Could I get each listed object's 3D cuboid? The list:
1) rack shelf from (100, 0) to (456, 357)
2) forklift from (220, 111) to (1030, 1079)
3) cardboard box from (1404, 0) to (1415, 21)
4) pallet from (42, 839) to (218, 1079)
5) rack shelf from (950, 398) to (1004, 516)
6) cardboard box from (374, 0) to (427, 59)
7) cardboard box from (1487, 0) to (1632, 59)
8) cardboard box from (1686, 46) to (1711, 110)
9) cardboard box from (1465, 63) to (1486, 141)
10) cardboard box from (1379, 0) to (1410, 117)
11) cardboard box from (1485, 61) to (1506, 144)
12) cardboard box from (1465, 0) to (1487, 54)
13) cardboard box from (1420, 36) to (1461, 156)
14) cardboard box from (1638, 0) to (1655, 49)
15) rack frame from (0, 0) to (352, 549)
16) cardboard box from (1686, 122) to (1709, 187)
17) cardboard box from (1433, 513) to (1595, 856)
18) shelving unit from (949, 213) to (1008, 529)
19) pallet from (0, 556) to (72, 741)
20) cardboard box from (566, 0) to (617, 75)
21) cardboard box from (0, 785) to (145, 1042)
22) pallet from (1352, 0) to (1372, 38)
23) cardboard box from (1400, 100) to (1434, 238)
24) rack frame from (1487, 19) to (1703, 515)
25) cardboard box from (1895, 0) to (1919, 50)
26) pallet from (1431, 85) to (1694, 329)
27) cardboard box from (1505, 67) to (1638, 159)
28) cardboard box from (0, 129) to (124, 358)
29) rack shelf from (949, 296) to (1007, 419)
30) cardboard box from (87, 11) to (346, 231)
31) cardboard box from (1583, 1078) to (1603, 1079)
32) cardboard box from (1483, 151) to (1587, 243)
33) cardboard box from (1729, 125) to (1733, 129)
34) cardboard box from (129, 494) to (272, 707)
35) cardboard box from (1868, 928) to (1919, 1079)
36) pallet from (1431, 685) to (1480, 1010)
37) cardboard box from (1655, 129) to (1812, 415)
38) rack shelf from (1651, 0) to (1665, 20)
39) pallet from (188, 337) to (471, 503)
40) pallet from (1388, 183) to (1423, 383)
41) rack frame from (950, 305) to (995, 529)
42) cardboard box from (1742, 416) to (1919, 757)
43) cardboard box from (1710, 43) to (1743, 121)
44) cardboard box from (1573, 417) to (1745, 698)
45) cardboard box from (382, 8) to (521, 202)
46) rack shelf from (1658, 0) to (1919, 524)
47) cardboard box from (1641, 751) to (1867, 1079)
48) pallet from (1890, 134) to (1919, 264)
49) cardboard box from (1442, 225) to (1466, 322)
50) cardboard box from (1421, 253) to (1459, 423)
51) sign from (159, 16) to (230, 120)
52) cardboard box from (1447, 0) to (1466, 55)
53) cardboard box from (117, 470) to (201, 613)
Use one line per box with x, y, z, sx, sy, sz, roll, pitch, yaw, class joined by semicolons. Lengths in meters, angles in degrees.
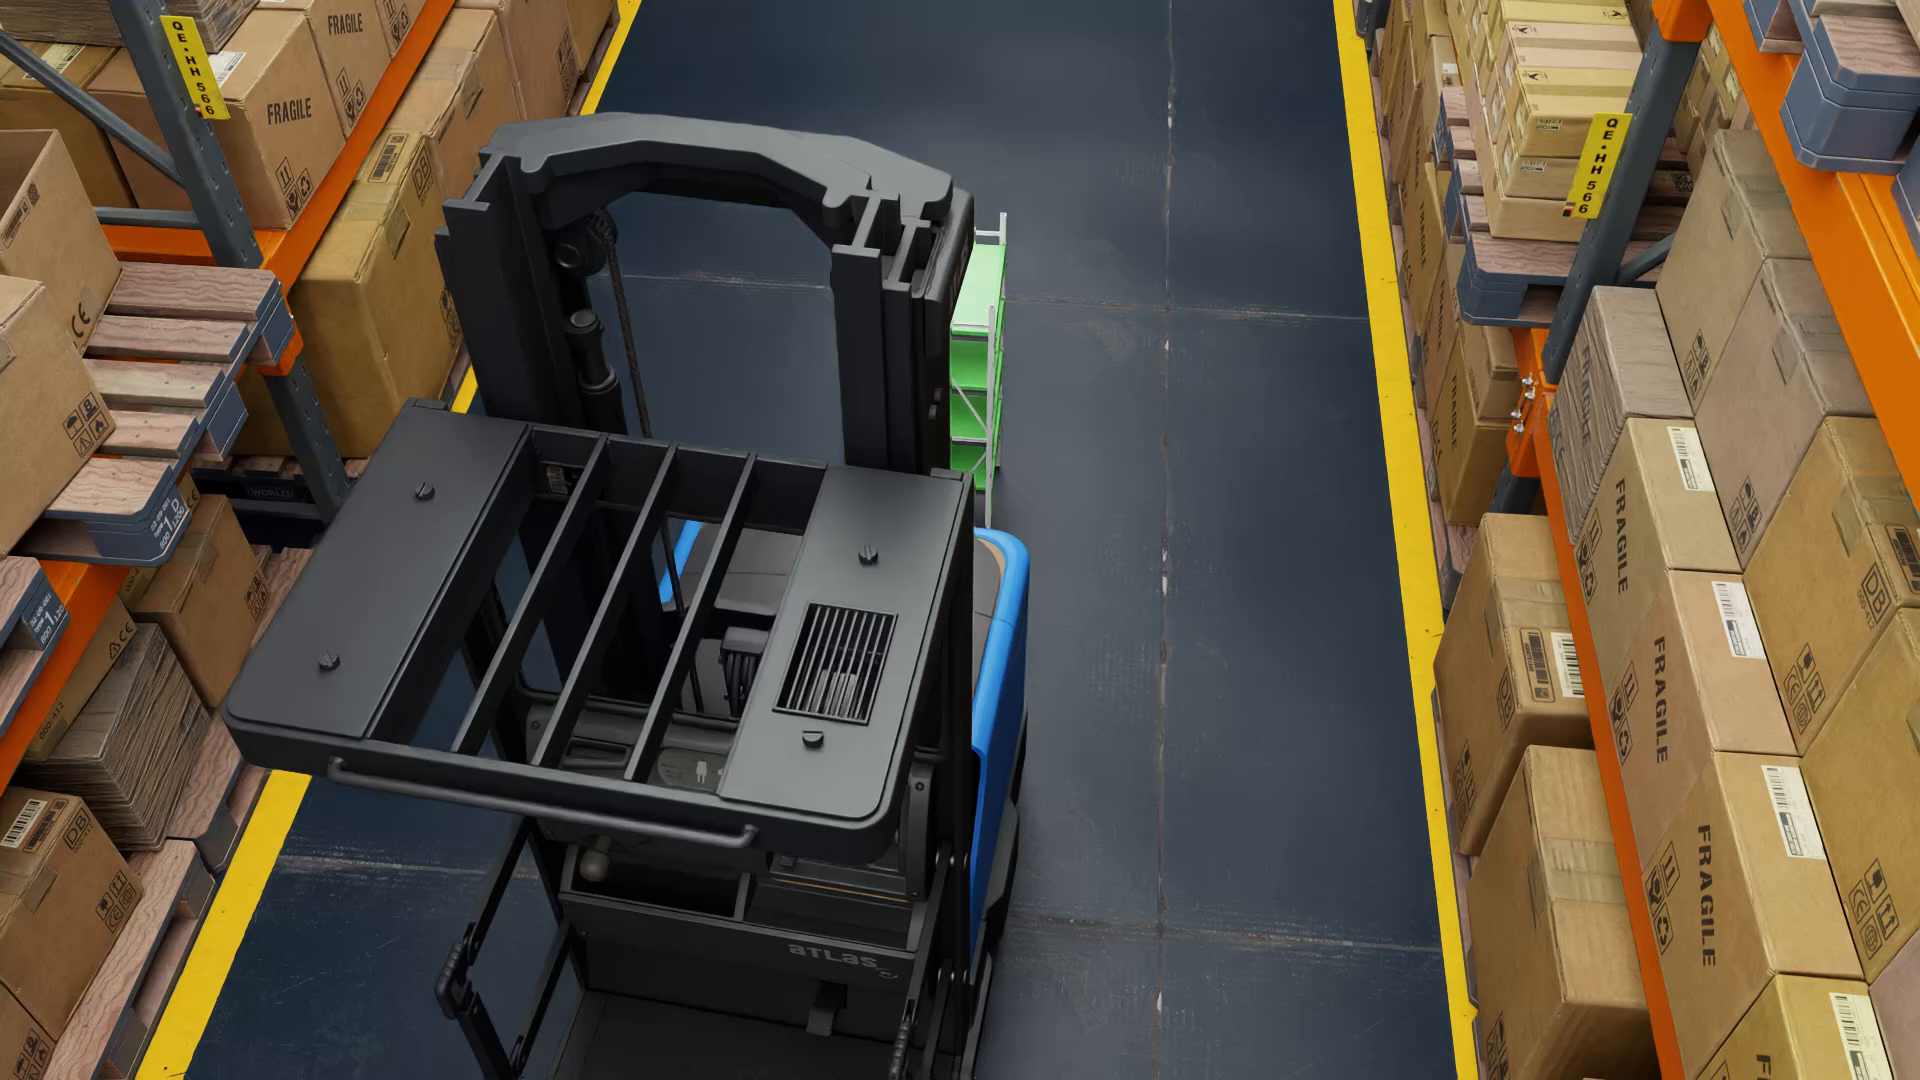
-2.525;-2.226;6.740;1.077;0.370;4.000;4;48;4;rack shelf
-0.563;0.720;3.605;1.130;2.935;3.031;8;48;7;forklift
2.257;-2.556;7.456;0.500;0.250;0.500;2;48;2;cardboard box
-2.893;1.411;4.817;1.003;0.211;1.213;4;48;4;pallet
0.015;-0.321;6.143;0.258;0.148;0.480;4;48;4;rack shelf
-2.304;-2.127;6.095;0.500;0.500;0.500;3;48;3;cardboard box
1.860;-1.616;5.178;0.380;0.149;0.250;5;48;5;cardboard box
2.511;-1.486;5.260;0.380;0.149;0.250;3;48;2;cardboard box
1.858;-1.413;5.395;0.380;0.149;0.250;5;48;4;cardboard box
2.256;-2.303;7.733;0.500;0.500;0.500;6;48;5;cardboard box
1.837;-1.338;5.125;0.380;0.149;0.250;5;48;5;cardboard box
1.882;-1.715;5.470;0.380;0.149;0.250;4;48;4;cardboard box
2.160;-1.790;6.756;0.500;0.250;0.500;6;48;5;cardboard box
2.559;-1.753;5.706;0.380;0.149;0.250;5;48;5;cardboard box
-2.707;-0.999;5.131;1.000;3.000;0.127;4;48;4;rack frame
2.490;-1.160;5.164;0.380;0.149;0.250;6;48;5;cardboard box
2.078;0.468;5.029;1.050;0.750;0.750;3;48;3;cardboard box
0.015;-0.527;5.918;0.258;1.200;0.503;4;48;4;shelving unit
-2.847;0.523;3.868;1.003;0.211;1.213;4;48;4;pallet
-2.381;-2.891;8.017;1.225;0.875;0.875;4;48;4;cardboard box
-2.831;1.016;4.684;0.700;0.500;0.500;7;48;7;cardboard box
2.614;-3.085;8.929;1.003;0.211;1.213;4;48;4;pallet
2.175;-1.528;7.025;0.500;0.500;0.500;5;48;4;cardboard box
2.223;-0.591;4.758;1.000;3.000;0.127;4;48;4;rack frame
1.892;-0.843;2.705;0.500;0.250;0.500;5;48;5;cardboard box
2.182;-1.057;5.314;1.213;0.211;1.003;4;48;4;pallet
1.811;-1.240;4.833;0.380;0.149;0.250;2;48;2;cardboard box
-2.716;-0.775;4.573;0.500;0.500;0.500;-1;48;-1;cardboard box
0.015;-0.645;5.789;0.258;0.148;0.480;4;48;4;rack shelf
-2.392;-1.371;5.404;0.500;0.500;0.500;5;48;5;cardboard box
1.917;1.795;3.815;1.050;0.750;0.750;4;48;4;cardboard box
1.810;-1.041;5.055;0.380;0.149;0.250;5;48;4;cardboard box
2.467;-1.090;4.898;0.380;0.149;0.250;6;48;5;cardboard box
-2.748;0.190;5.439;0.700;0.500;0.500;2;48;1;cardboard box
1.989;0.863;2.683;0.700;0.500;0.500;4;48;4;cardboard box
2.076;0.925;5.261;1.003;0.211;1.213;4;48;4;pallet
2.172;-0.633;4.051;0.700;0.500;0.500;4;48;3;cardboard box
2.405;-2.830;5.260;1.077;0.370;4.000;4;48;4;rack shelf
-2.560;-0.632;6.685;1.003;0.211;1.213;4;48;4;pallet
2.410;-1.118;7.129;1.003;0.211;1.213;4;48;4;pallet
-0.007;-0.347;5.755;0.240;1.200;0.015;4;48;4;rack frame
2.083;0.116;3.366;0.700;0.500;0.500;3;48;3;cardboard box
2.480;-1.373;4.955;0.380;0.149;0.250;3;48;2;cardboard box
1.870;0.061;4.094;0.500;0.500;0.500;3;48;3;cardboard box
-2.534;-1.584;6.821;1.225;0.875;0.875;4;48;4;cardboard box
2.041;0.109;2.572;1.077;0.370;4.000;4;48;4;rack shelf
1.776;0.797;3.420;0.500;0.500;0.500;3;48;3;cardboard box
2.118;-0.241;2.533;1.003;0.211;1.213;6;48;5;pallet
2.060;-1.034;6.064;0.500;0.250;0.500;4;48;4;cardboard box
2.074;-0.771;6.332;0.500;0.500;0.500;6;48;5;cardboard box
-2.166;-1.333;4.706;0.100;0.325;0.005;4;48;4;sign
1.907;-1.793;5.743;0.380;0.149;0.250;2;48;2;cardboard box
-2.738;-0.062;5.162;0.500;0.250;0.500;6;48;5;cardboard box
